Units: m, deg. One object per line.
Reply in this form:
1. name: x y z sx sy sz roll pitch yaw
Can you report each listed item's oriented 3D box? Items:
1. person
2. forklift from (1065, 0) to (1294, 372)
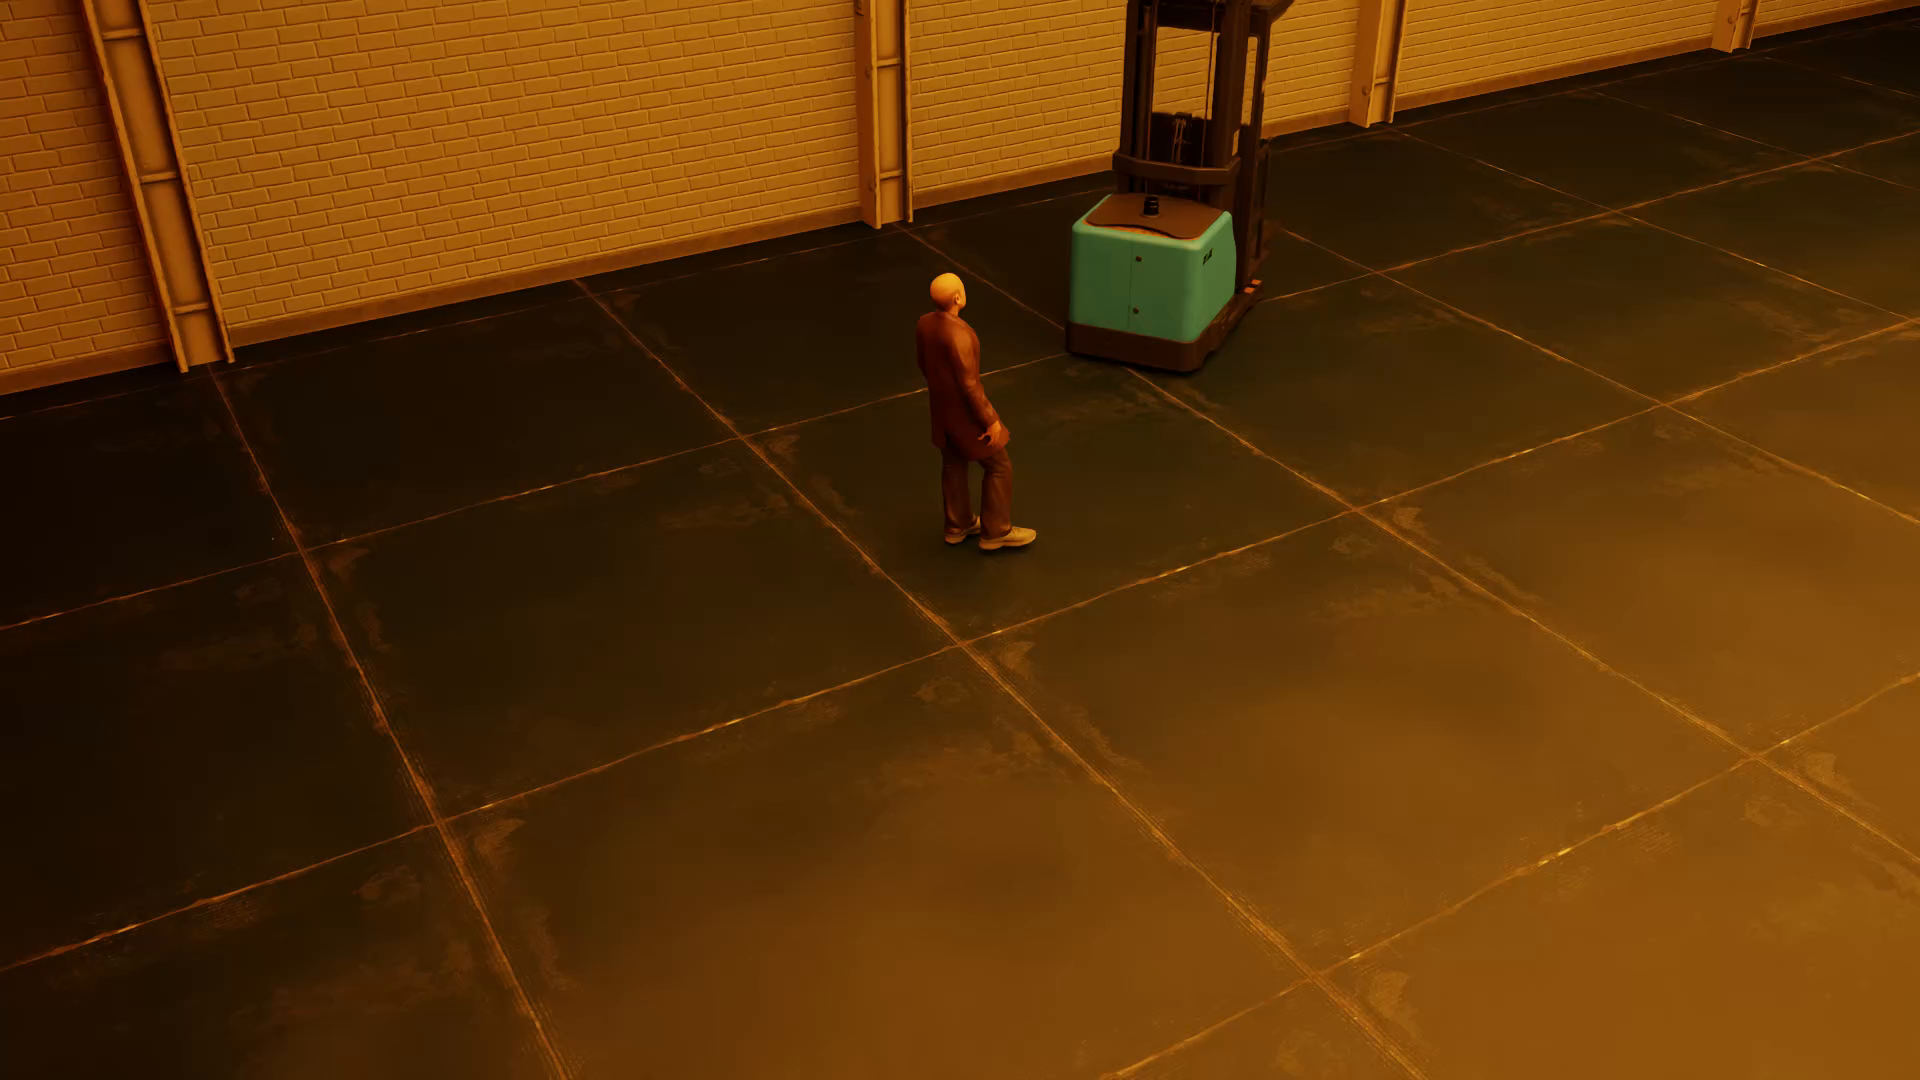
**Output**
1. person: 0.081 -0.791 10.076 0.583 1.775 0.696 -17 35 -26
2. forklift: 1.892 -3.254 13.082 1.130 2.935 3.031 13 33 21
